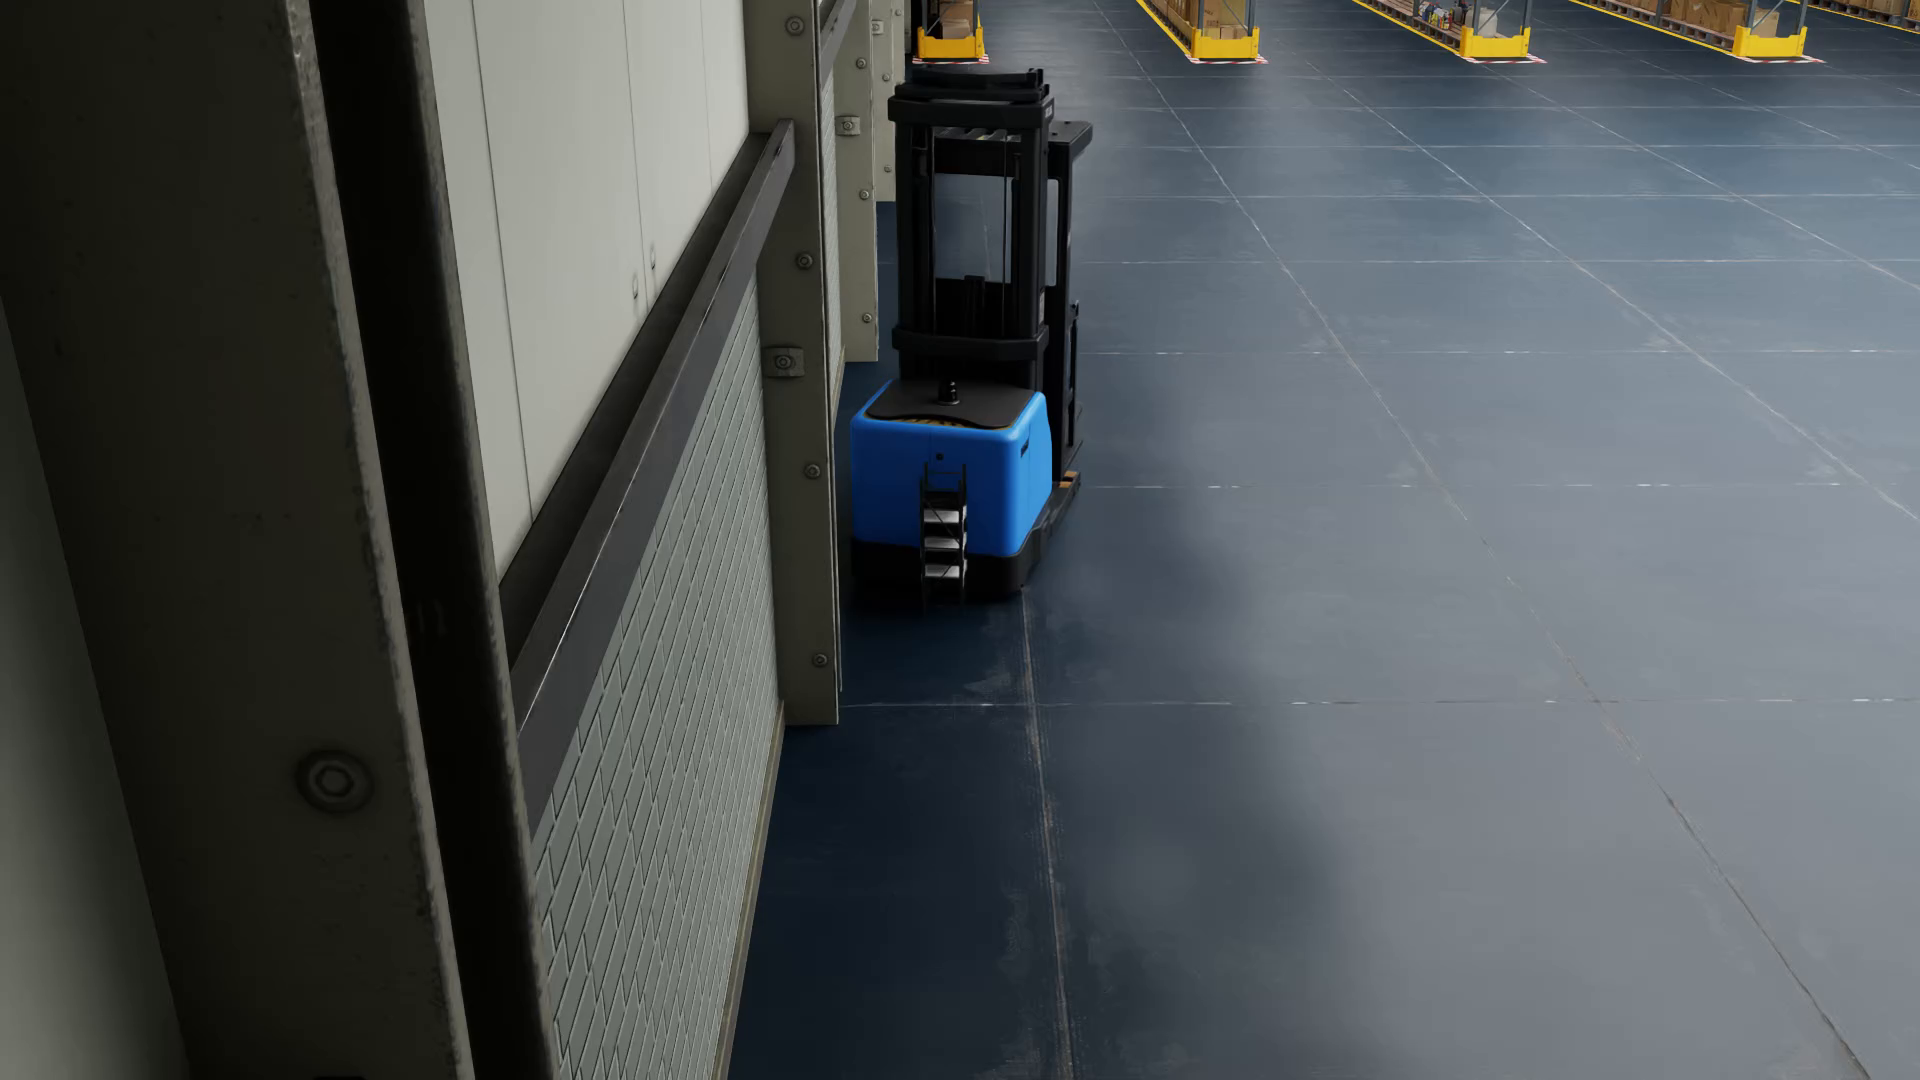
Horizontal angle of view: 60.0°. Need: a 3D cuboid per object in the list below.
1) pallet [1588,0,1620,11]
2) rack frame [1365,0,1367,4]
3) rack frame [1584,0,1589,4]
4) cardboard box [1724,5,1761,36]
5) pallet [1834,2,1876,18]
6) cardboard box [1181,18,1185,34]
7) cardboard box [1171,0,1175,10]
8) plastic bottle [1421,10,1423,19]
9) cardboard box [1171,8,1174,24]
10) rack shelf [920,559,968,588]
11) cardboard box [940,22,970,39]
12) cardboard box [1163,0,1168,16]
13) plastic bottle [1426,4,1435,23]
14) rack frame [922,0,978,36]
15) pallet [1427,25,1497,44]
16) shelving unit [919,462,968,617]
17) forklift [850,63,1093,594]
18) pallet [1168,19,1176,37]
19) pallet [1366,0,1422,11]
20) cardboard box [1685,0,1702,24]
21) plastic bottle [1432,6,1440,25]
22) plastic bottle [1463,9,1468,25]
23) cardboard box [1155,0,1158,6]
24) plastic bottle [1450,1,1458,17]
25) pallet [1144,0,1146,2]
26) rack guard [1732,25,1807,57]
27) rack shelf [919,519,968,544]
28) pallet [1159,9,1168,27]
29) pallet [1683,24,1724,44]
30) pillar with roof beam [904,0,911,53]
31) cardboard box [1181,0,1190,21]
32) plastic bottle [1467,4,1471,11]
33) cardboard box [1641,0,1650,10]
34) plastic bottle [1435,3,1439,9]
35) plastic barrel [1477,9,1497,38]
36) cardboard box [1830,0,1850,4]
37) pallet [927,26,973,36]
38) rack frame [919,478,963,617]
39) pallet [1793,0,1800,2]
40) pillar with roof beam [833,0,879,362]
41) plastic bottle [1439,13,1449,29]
[{"bbox_3d":[14.598,-11.865,36.727,1.003,0.211,1.213,0,24,-1],"label":"pallet"},{"bbox_3d":[9.638,-13.435,36.815,1.000,3.000,0.127,0,24,-1],"label":"rack frame"},{"bbox_3d":[14.591,-13.457,36.865,1.000,3.000,0.127,0,24,-1],"label":"rack frame"},{"bbox_3d":[14.648,-9.717,31.118,0.500,0.500,0.500,6,25,13],"label":"cardboard box"},{"bbox_3d":[19.496,-11.341,35.569,1.003,0.211,1.213,0,24,-1],"label":"pallet"},{"bbox_3d":[4.447,-9.688,31.358,0.500,0.250,0.500,0,24,-1],"label":"cardboard box"},{"bbox_3d":[4.434,-10.648,32.570,0.500,0.500,0.500,0,24,-1],"label":"cardboard box"},{"bbox_3d":[9.249,-10.495,33.177,0.097,0.201,0.097,0,24,0],"label":"plastic bottle"},{"bbox_3d":[4.431,-10.306,32.724,0.500,0.250,0.500,0,24,-1],"label":"cardboard box"},{"bbox_3d":[-0.091,0.188,9.739,0.258,0.077,0.200,3,29,6],"label":"rack shelf"},{"bbox_3d":[-0.098,-9.355,30.523,0.500,0.311,0.500,-3,25,-7],"label":"cardboard box"},{"bbox_3d":[4.435,-10.874,33.980,0.500,0.250,0.500,0,24,-1],"label":"cardboard box"},{"bbox_3d":[9.278,-10.368,32.715,0.144,0.351,0.185,-1,24,-3],"label":"plastic bottle"},{"bbox_3d":[-0.181,-10.094,29.428,1.000,3.000,0.127,0,24,-1],"label":"rack frame"},{"bbox_3d":[9.664,-9.735,32.019,1.003,0.211,1.213,0,24,-1],"label":"pallet"},{"bbox_3d":[-0.093,0.002,9.636,0.258,0.900,0.210,3,29,6],"label":"shelving unit"},{"bbox_3d":[0.211,-1.599,10.728,1.130,2.935,3.031,6,25,13],"label":"forklift"},{"bbox_3d":[4.696,-10.168,32.975,1.003,0.211,1.213,0,24,-1],"label":"pallet"},{"bbox_3d":[9.608,-11.845,36.684,1.003,0.211,1.213,0,24,-1],"label":"pallet"},{"bbox_3d":[14.613,-10.460,32.762,0.500,0.500,0.500,8,25,16],"label":"cardboard box"},{"bbox_3d":[9.283,-10.193,32.327,0.144,0.351,0.185,0,24,-1],"label":"plastic bottle"},{"bbox_3d":[9.874,-10.206,32.437,0.061,0.283,0.133,0,24,-1],"label":"plastic bottle"},{"bbox_3d":[4.421,-11.503,35.371,0.500,0.250,0.500,0,24,1],"label":"cardboard box"},{"bbox_3d":[9.833,-10.516,33.041,0.144,0.351,0.185,0,24,-1],"label":"plastic bottle"},{"bbox_3d":[4.715,-12.452,38.025,1.003,0.211,1.213,0,24,-1],"label":"pallet"},{"bbox_3d":[14.678,-9.053,30.160,1.175,0.500,0.348,0,24,-1],"label":"rack guard"},{"bbox_3d":[-0.093,-0.048,9.608,0.258,0.077,0.200,3,29,6],"label":"rack shelf"},{"bbox_3d":[4.682,-10.799,34.371,1.003,0.211,1.213,0,24,-1],"label":"pallet"},{"bbox_3d":[14.694,-9.758,32.069,1.003,0.211,1.213,0,24,-1],"label":"pallet"},{"bbox_3d":[3.251,-13.131,28.864,9.100,9.000,0.400,0,24,-1],"label":"pillar with roof beam"},{"bbox_3d":[4.444,-10.030,31.203,0.500,0.500,0.500,0,24,-1],"label":"cardboard box"},{"bbox_3d":[9.983,-10.304,32.573,0.144,0.351,0.185,0,24,-1],"label":"plastic bottle"},{"bbox_3d":[14.663,-11.320,34.639,0.700,0.500,0.500,0,24,-1],"label":"cardboard box"},{"bbox_3d":[9.420,-10.446,32.888,0.144,0.351,0.185,0,24,-1],"label":"plastic bottle"},{"bbox_3d":[9.642,-9.467,30.552,0.421,0.512,0.421,0,24,0],"label":"plastic barrel"},{"bbox_3d":[19.481,-11.993,35.847,1.050,0.750,0.750,0,24,0],"label":"cardboard box"},{"bbox_3d":[-0.165,-9.691,31.921,1.003,0.211,1.213,0,24,-1],"label":"pallet"},{"bbox_3d":[-0.104,0.051,9.548,0.240,0.900,0.006,3,29,6],"label":"rack frame"},{"bbox_3d":[19.545,-12.489,38.108,1.003,0.211,1.213,0,24,-1],"label":"pallet"},{"bbox_3d":[3.448,-5.714,12.464,9.100,9.000,0.400,0,24,-1],"label":"pillar with roof beam"},{"bbox_3d":[9.292,-9.957,31.896,0.152,0.276,0.135,0,24,0],"label":"plastic bottle"}]
